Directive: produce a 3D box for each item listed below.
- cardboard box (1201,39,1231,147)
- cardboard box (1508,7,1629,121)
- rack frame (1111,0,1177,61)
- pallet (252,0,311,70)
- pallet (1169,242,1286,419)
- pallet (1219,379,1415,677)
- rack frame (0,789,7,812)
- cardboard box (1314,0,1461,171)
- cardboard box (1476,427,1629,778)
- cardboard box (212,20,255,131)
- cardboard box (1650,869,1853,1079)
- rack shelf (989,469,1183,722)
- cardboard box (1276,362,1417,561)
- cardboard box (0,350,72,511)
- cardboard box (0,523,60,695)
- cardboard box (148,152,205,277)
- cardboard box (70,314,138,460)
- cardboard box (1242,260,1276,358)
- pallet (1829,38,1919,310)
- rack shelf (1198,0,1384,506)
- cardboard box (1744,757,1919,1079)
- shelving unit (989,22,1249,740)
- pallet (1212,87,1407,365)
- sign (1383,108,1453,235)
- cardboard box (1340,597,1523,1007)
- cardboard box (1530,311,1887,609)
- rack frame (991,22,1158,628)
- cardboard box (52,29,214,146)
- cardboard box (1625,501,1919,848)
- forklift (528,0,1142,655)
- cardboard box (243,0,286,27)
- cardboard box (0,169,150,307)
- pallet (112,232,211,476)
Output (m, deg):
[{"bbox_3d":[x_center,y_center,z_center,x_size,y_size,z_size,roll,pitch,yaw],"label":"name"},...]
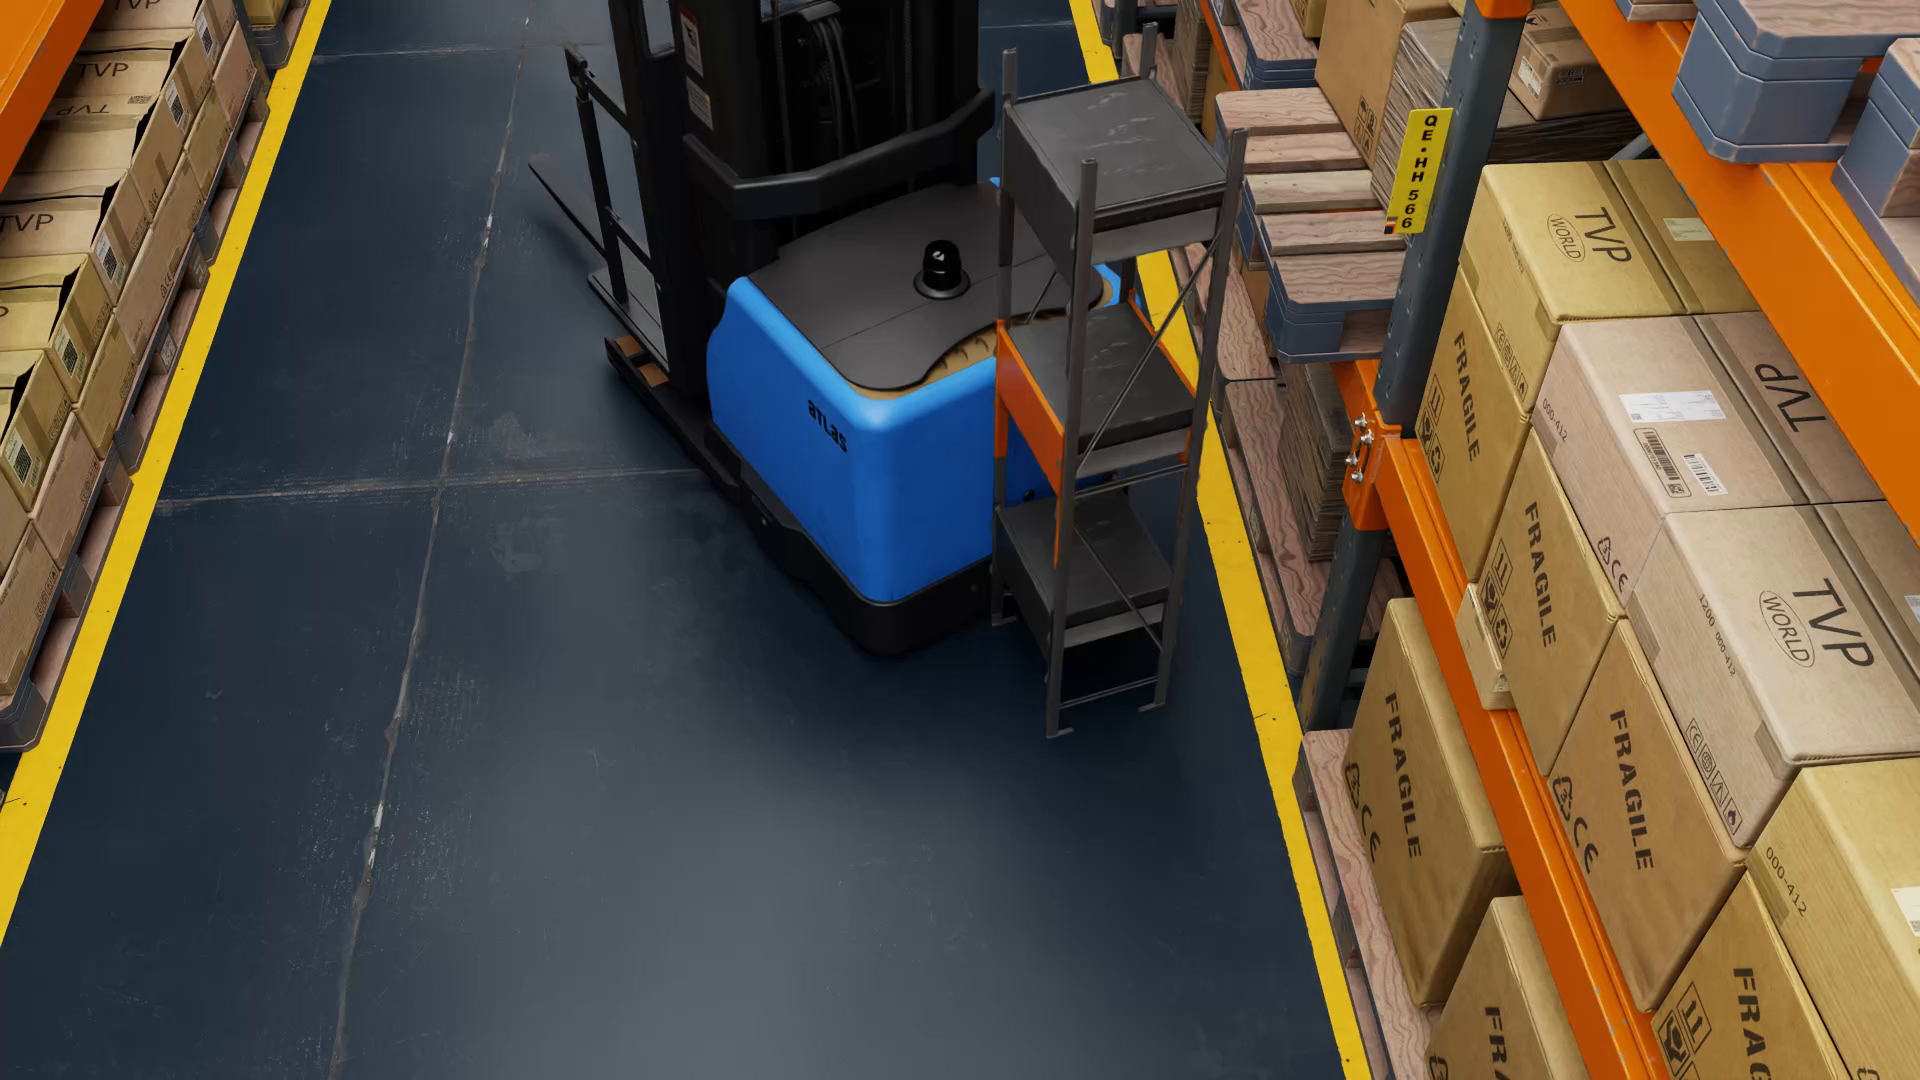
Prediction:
[{"bbox_3d":[1.402,-1.773,6.781,0.700,0.500,0.500,-4,47,-4],"label":"cardboard box"},{"bbox_3d":[1.506,-1.146,3.950,0.380,0.149,0.250,-9,47,-8],"label":"cardboard box"},{"bbox_3d":[1.230,-3.383,6.888,1.000,3.000,0.127,-3,47,-3],"label":"rack frame"},{"bbox_3d":[-3.731,-2.699,8.160,1.003,0.211,1.213,-3,47,-3],"label":"pallet"},{"bbox_3d":[1.402,-0.976,6.529,1.003,0.211,1.213,-3,47,-3],"label":"pallet"},{"bbox_3d":[1.501,-0.096,5.695,1.003,0.211,1.213,-3,47,-3],"label":"pallet"},{"bbox_3d":[-3.371,-0.185,3.860,1.000,3.000,0.127,-3,47,-3],"label":"rack frame"},{"bbox_3d":[1.442,-1.417,4.654,0.700,0.500,0.500,-7,47,-7],"label":"cardboard box"},{"bbox_3d":[1.385,0.114,3.289,0.500,0.500,0.500,-2,47,-2],"label":"cardboard box"},{"bbox_3d":[-3.382,-1.996,7.179,0.500,0.250,0.500,-4,47,-4],"label":"cardboard box"},{"bbox_3d":[1.477,0.849,2.592,0.500,0.500,0.500,-2,47,-2],"label":"cardboard box"},{"bbox_3d":[0.374,0.170,5.126,0.431,0.518,0.480,-15,48,-13],"label":"rack shelf"},{"bbox_3d":[1.453,-0.299,5.386,0.700,0.500,0.500,-3,47,-3],"label":"cardboard box"},{"bbox_3d":[-3.174,-0.353,5.237,0.500,0.311,0.500,-5,47,-4],"label":"cardboard box"},{"bbox_3d":[-3.122,0.219,5.081,0.500,0.250,0.500,-4,47,-3],"label":"cardboard box"},{"bbox_3d":[-3.298,-1.260,6.482,0.500,0.250,0.500,-3,47,-2],"label":"cardboard box"},{"bbox_3d":[-3.215,-0.520,5.782,0.500,0.250,0.500,-5,47,-4],"label":"cardboard box"},{"bbox_3d":[1.456,-1.036,6.084,0.700,0.500,0.500,-4,47,-4],"label":"cardboard box"},{"bbox_3d":[1.768,-0.184,1.923,1.003,0.211,1.213,-2,47,-1],"label":"pallet"},{"bbox_3d":[1.398,-1.689,5.779,1.077,0.370,4.000,-3,47,-3],"label":"rack shelf"},{"bbox_3d":[1.487,0.573,2.338,0.500,0.250,0.500,-4,47,-4],"label":"cardboard box"},{"bbox_3d":[0.374,-0.321,4.608,0.431,2.100,0.503,-15,48,-13],"label":"shelving unit"},{"bbox_3d":[1.399,-0.932,4.699,1.213,0.211,1.003,-3,47,-3],"label":"pallet"},{"bbox_3d":[1.025,-0.820,3.718,0.100,0.325,0.005,-3,47,-3],"label":"sign"},{"bbox_3d":[1.496,0.646,4.264,0.750,0.750,0.750,-4,47,-4],"label":"cardboard box"},{"bbox_3d":[1.392,-0.158,3.029,0.500,0.250,0.500,-4,47,-4],"label":"cardboard box"},{"bbox_3d":[0.292,-0.488,4.766,0.400,2.100,0.015,-15,48,-13],"label":"rack frame"},{"bbox_3d":[-3.336,-1.820,6.626,0.500,0.311,0.500,-2,47,-2],"label":"cardboard box"},{"bbox_3d":[1.438,0.204,2.687,0.500,0.250,0.500,-3,47,-3],"label":"cardboard box"},{"bbox_3d":[-0.681,-1.684,5.326,1.130,2.935,3.031,-26,52,-23],"label":"forklift"},{"bbox_3d":[-3.442,-2.632,7.782,0.500,0.250,0.500,-3,47,-3],"label":"cardboard box"},{"bbox_3d":[-3.258,-1.095,5.939,0.500,0.311,0.500,-4,47,-4],"label":"cardboard box"},{"bbox_3d":[-3.500,-0.705,6.272,1.003,0.211,1.213,-3,47,-3],"label":"pallet"}]
